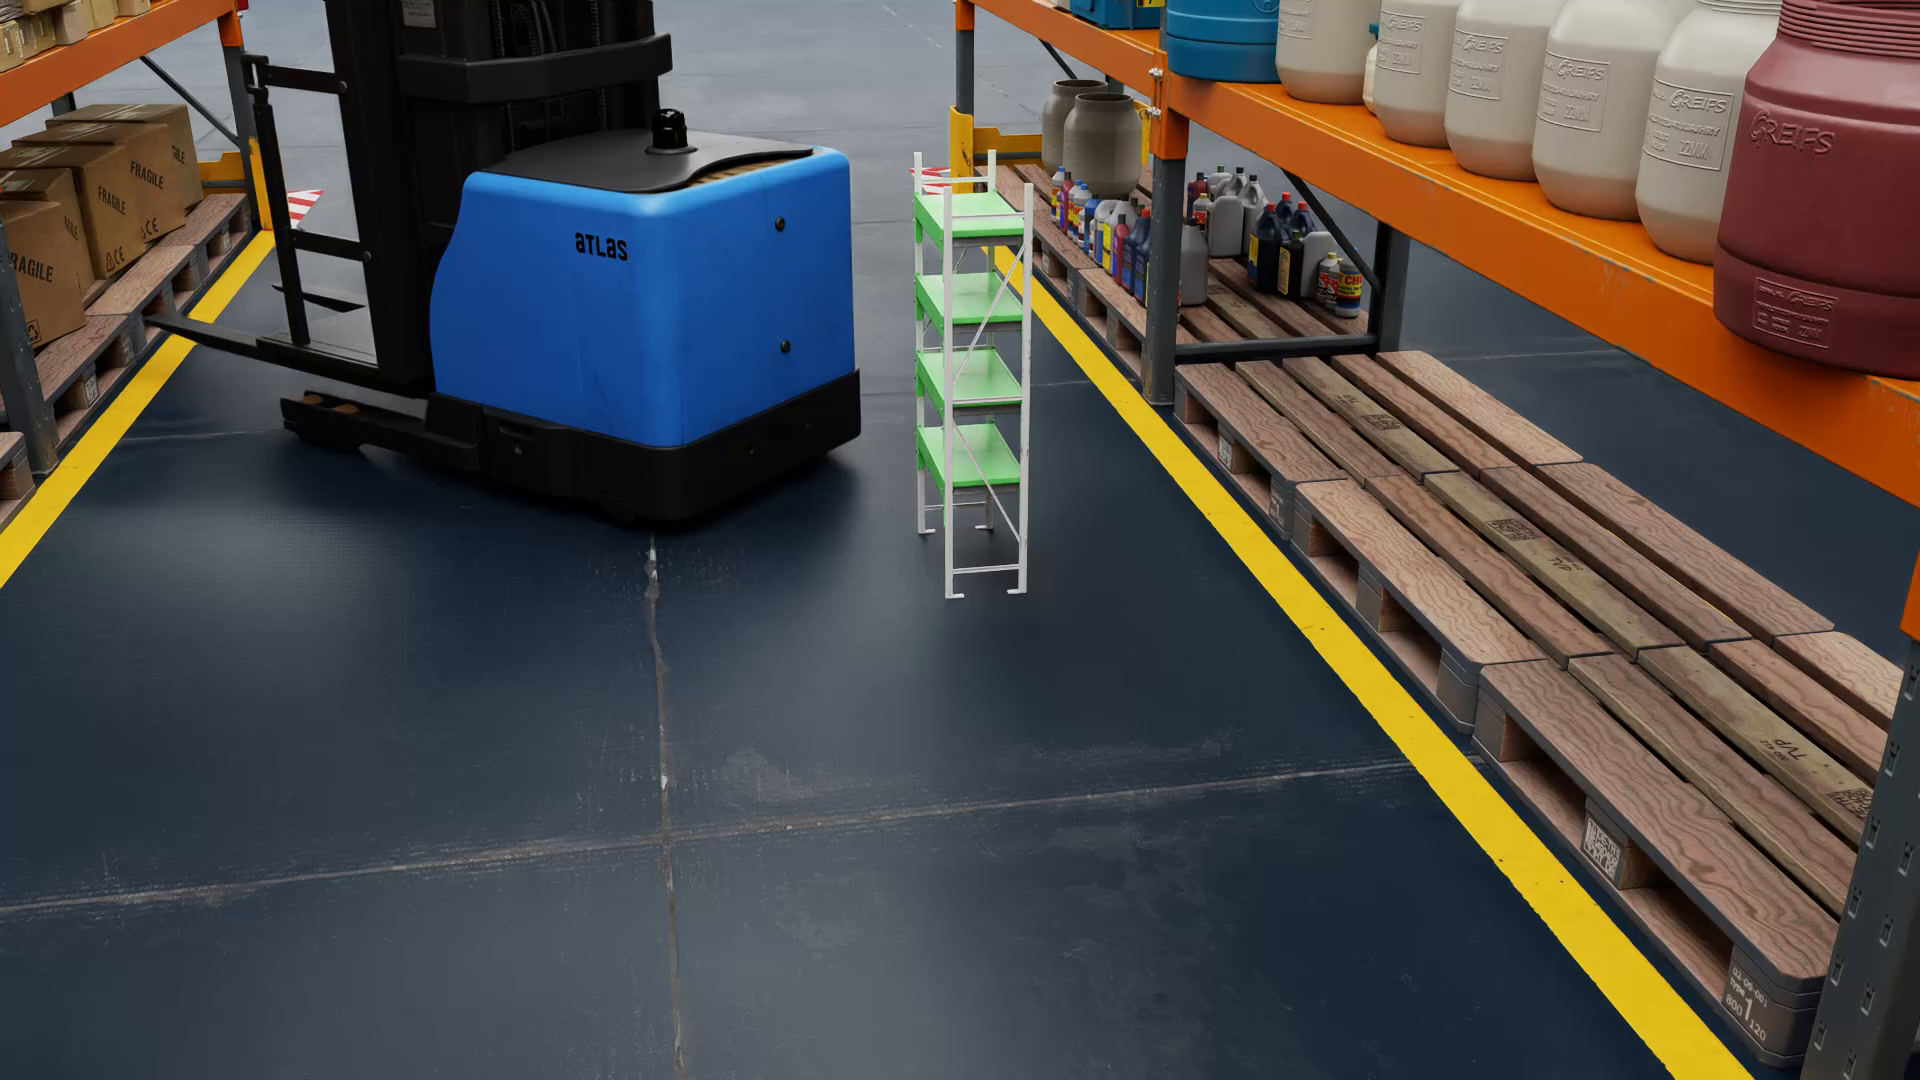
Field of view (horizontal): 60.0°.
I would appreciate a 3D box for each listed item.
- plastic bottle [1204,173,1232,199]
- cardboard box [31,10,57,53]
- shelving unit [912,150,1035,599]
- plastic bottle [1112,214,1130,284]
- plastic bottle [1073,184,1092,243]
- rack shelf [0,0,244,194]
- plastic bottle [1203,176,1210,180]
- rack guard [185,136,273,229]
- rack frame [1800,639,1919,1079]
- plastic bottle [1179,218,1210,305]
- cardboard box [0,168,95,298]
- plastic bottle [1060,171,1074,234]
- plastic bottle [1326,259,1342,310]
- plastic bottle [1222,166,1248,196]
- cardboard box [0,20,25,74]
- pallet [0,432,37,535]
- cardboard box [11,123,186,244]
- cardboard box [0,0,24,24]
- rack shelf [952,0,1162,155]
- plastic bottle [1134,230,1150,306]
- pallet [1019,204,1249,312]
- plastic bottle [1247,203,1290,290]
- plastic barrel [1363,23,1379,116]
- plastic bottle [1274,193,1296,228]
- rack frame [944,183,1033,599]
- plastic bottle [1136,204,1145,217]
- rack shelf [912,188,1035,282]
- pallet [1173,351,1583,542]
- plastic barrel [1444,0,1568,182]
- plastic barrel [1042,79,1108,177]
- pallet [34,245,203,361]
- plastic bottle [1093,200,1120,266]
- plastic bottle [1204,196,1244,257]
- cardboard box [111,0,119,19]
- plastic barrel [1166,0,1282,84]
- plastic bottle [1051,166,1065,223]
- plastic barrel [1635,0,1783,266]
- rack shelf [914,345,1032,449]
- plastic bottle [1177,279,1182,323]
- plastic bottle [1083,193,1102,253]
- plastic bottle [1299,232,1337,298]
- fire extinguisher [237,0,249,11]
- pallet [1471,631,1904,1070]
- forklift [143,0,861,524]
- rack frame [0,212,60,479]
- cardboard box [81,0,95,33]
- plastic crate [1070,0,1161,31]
[{"bbox_3d":[1.268,-1.680,8.202,0.152,0.276,0.135,-4,24,-9],"label":"plastic bottle"},{"bbox_3d":[-3.557,-1.863,6.081,0.380,0.149,0.250,-4,24,-10],"label":"cardboard box"},{"bbox_3d":[0.031,-0.485,4.861,0.258,1.200,0.503,-4,24,-10],"label":"shelving unit"},{"bbox_3d":[0.709,-1.270,7.254,0.061,0.283,0.133,-3,24,-6],"label":"plastic bottle"},{"bbox_3d":[0.589,-1.559,7.930,0.097,0.271,0.097,0,24,0],"label":"plastic bottle"},{"bbox_3d":[-4.020,-2.035,7.060,1.077,0.370,4.000,-4,24,-10],"label":"rack shelf"},{"bbox_3d":[1.248,-1.747,8.449,0.097,0.201,0.097,0,24,0],"label":"plastic bottle"},{"bbox_3d":[-4.376,-1.976,9.149,1.175,0.500,0.348,-4,24,-10],"label":"rack guard"},{"bbox_3d":[1.954,-0.371,2.351,0.949,2.616,0.053,-4,24,-10],"label":"rack frame"},{"bbox_3d":[0.957,-1.175,6.952,0.144,0.351,0.185,-4,24,-10],"label":"plastic bottle"},{"bbox_3d":[-3.990,-1.248,6.959,0.500,0.500,0.500,-6,24,-14],"label":"cardboard box"},{"bbox_3d":[0.531,-1.648,8.120,0.061,0.283,0.133,-4,24,-9],"label":"plastic bottle"},{"bbox_3d":[1.571,-1.061,6.879,0.097,0.201,0.097,0,24,0],"label":"plastic bottle"},{"bbox_3d":[1.328,-1.595,7.914,0.144,0.351,0.185,-3,24,-8],"label":"plastic bottle"},{"bbox_3d":[-3.428,-1.669,5.637,0.380,0.149,0.250,-4,24,-10],"label":"cardboard box"},{"bbox_3d":[-3.505,0.006,4.972,1.003,0.211,1.213,-4,24,-10],"label":"pallet"},{"bbox_3d":[-4.146,-1.719,8.036,0.500,0.500,0.500,2,24,4],"label":"cardboard box"},{"bbox_3d":[-3.672,-1.942,5.451,0.875,0.500,0.500,-4,24,-10],"label":"cardboard box"},{"bbox_3d":[0.848,-2.401,7.899,1.077,0.370,4.000,-4,24,-10],"label":"rack shelf"},{"bbox_3d":[0.815,-1.164,6.928,0.144,0.351,0.185,-5,24,-11],"label":"plastic bottle"},{"bbox_3d":[0.905,-1.415,8.225,1.003,0.211,1.213,-4,24,-10],"label":"pallet"},{"bbox_3d":[1.334,-1.270,7.169,0.144,0.351,0.185,-4,24,-10],"label":"plastic bottle"},{"bbox_3d":[1.311,-1.349,4.764,0.301,0.262,0.301,0,24,0],"label":"plastic barrel"},{"bbox_3d":[1.441,-1.355,7.364,0.144,0.351,0.185,-5,24,-12],"label":"plastic bottle"},{"bbox_3d":[0.076,-0.389,4.641,0.240,1.200,0.015,-4,24,-10],"label":"rack frame"},{"bbox_3d":[0.816,-1.353,7.445,0.061,0.283,0.133,-4,24,-10],"label":"plastic bottle"},{"bbox_3d":[0.031,-0.866,4.694,0.258,0.148,0.480,-4,24,-10],"label":"rack shelf"},{"bbox_3d":[1.401,-0.361,5.812,1.003,0.211,1.213,-4,24,-10],"label":"pallet"},{"bbox_3d":[1.395,-1.155,3.978,0.433,0.535,0.433,0,24,0],"label":"plastic barrel"},{"bbox_3d":[0.675,-2.317,9.391,0.421,0.512,0.421,0,24,0],"label":"plastic barrel"},{"bbox_3d":[-4.038,-1.042,7.373,1.003,0.211,1.213,-4,24,-10],"label":"pallet"},{"bbox_3d":[0.694,-1.397,7.553,0.152,0.276,0.135,-4,24,-9],"label":"plastic bottle"},{"bbox_3d":[1.222,-1.467,7.714,0.152,0.276,0.135,-4,24,-10],"label":"plastic bottle"},{"bbox_3d":[-3.776,-2.254,6.976,0.380,0.149,0.250,-4,24,-10],"label":"cardboard box"},{"bbox_3d":[0.991,-2.000,5.455,0.600,0.901,0.708,-4,24,-10],"label":"plastic barrel"},{"bbox_3d":[0.507,-1.733,8.329,0.097,0.271,0.097,0,24,0],"label":"plastic bottle"},{"bbox_3d":[1.557,-0.811,3.220,0.421,0.512,0.421,0,24,0],"label":"plastic barrel"},{"bbox_3d":[0.031,-0.426,4.886,0.258,0.148,0.480,-4,24,-10],"label":"rack shelf"},{"bbox_3d":[0.844,-0.983,6.700,0.097,0.201,0.097,0,24,0],"label":"plastic bottle"},{"bbox_3d":[0.626,-1.479,7.748,0.097,0.271,0.097,0,24,0],"label":"plastic bottle"},{"bbox_3d":[1.503,-1.181,7.059,0.152,0.276,0.135,-3,24,-8],"label":"plastic bottle"},{"bbox_3d":[-3.958,-3.195,8.914,0.296,0.674,0.183,-4,24,-10],"label":"fire extinguisher"},{"bbox_3d":[1.852,0.599,3.614,1.003,0.211,1.213,-4,24,-10],"label":"pallet"},{"bbox_3d":[-1.870,-1.826,5.769,3.031,2.935,1.130,14,27,30],"label":"forklift"},{"bbox_3d":[-3.650,-1.578,5.115,1.000,3.000,0.127,-4,24,-10],"label":"rack frame"},{"bbox_3d":[-3.650,-2.059,6.531,0.380,0.149,0.250,-4,24,-10],"label":"cardboard box"},{"bbox_3d":[0.746,-2.291,6.935,0.499,0.251,0.616,-4,24,-10],"label":"plastic crate"}]
